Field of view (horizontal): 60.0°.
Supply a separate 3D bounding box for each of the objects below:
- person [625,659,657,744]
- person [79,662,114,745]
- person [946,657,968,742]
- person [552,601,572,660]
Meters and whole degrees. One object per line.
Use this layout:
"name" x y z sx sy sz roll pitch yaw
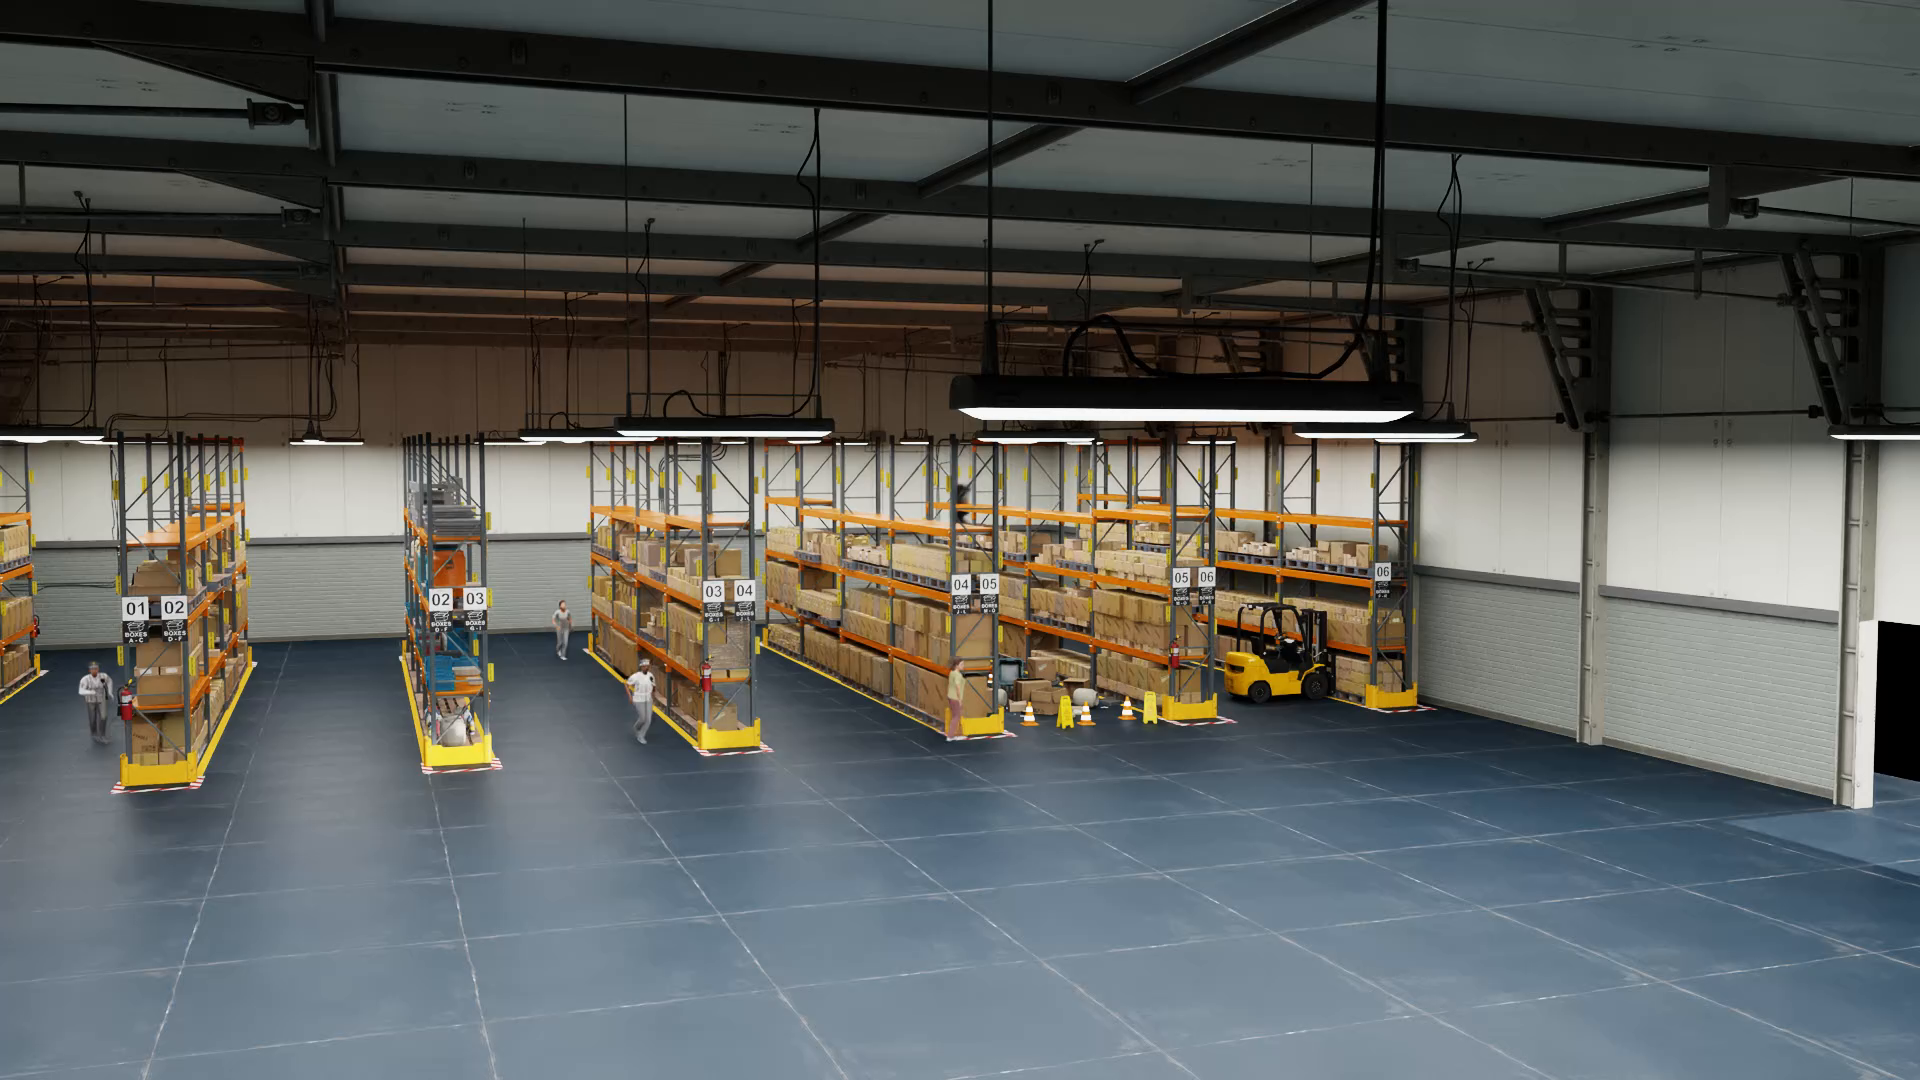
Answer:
"person" -6.133 3.124 32.201 0.595 1.664 0.571 -2 4 -36
"person" -16.677 3.136 32.121 0.594 1.634 0.921 -2 4 -28
"person" -0.011 3.101 32.335 0.525 1.669 0.533 -1 3 -21
"person" -10.782 2.435 45.031 0.563 1.604 0.608 -2 4 -26
